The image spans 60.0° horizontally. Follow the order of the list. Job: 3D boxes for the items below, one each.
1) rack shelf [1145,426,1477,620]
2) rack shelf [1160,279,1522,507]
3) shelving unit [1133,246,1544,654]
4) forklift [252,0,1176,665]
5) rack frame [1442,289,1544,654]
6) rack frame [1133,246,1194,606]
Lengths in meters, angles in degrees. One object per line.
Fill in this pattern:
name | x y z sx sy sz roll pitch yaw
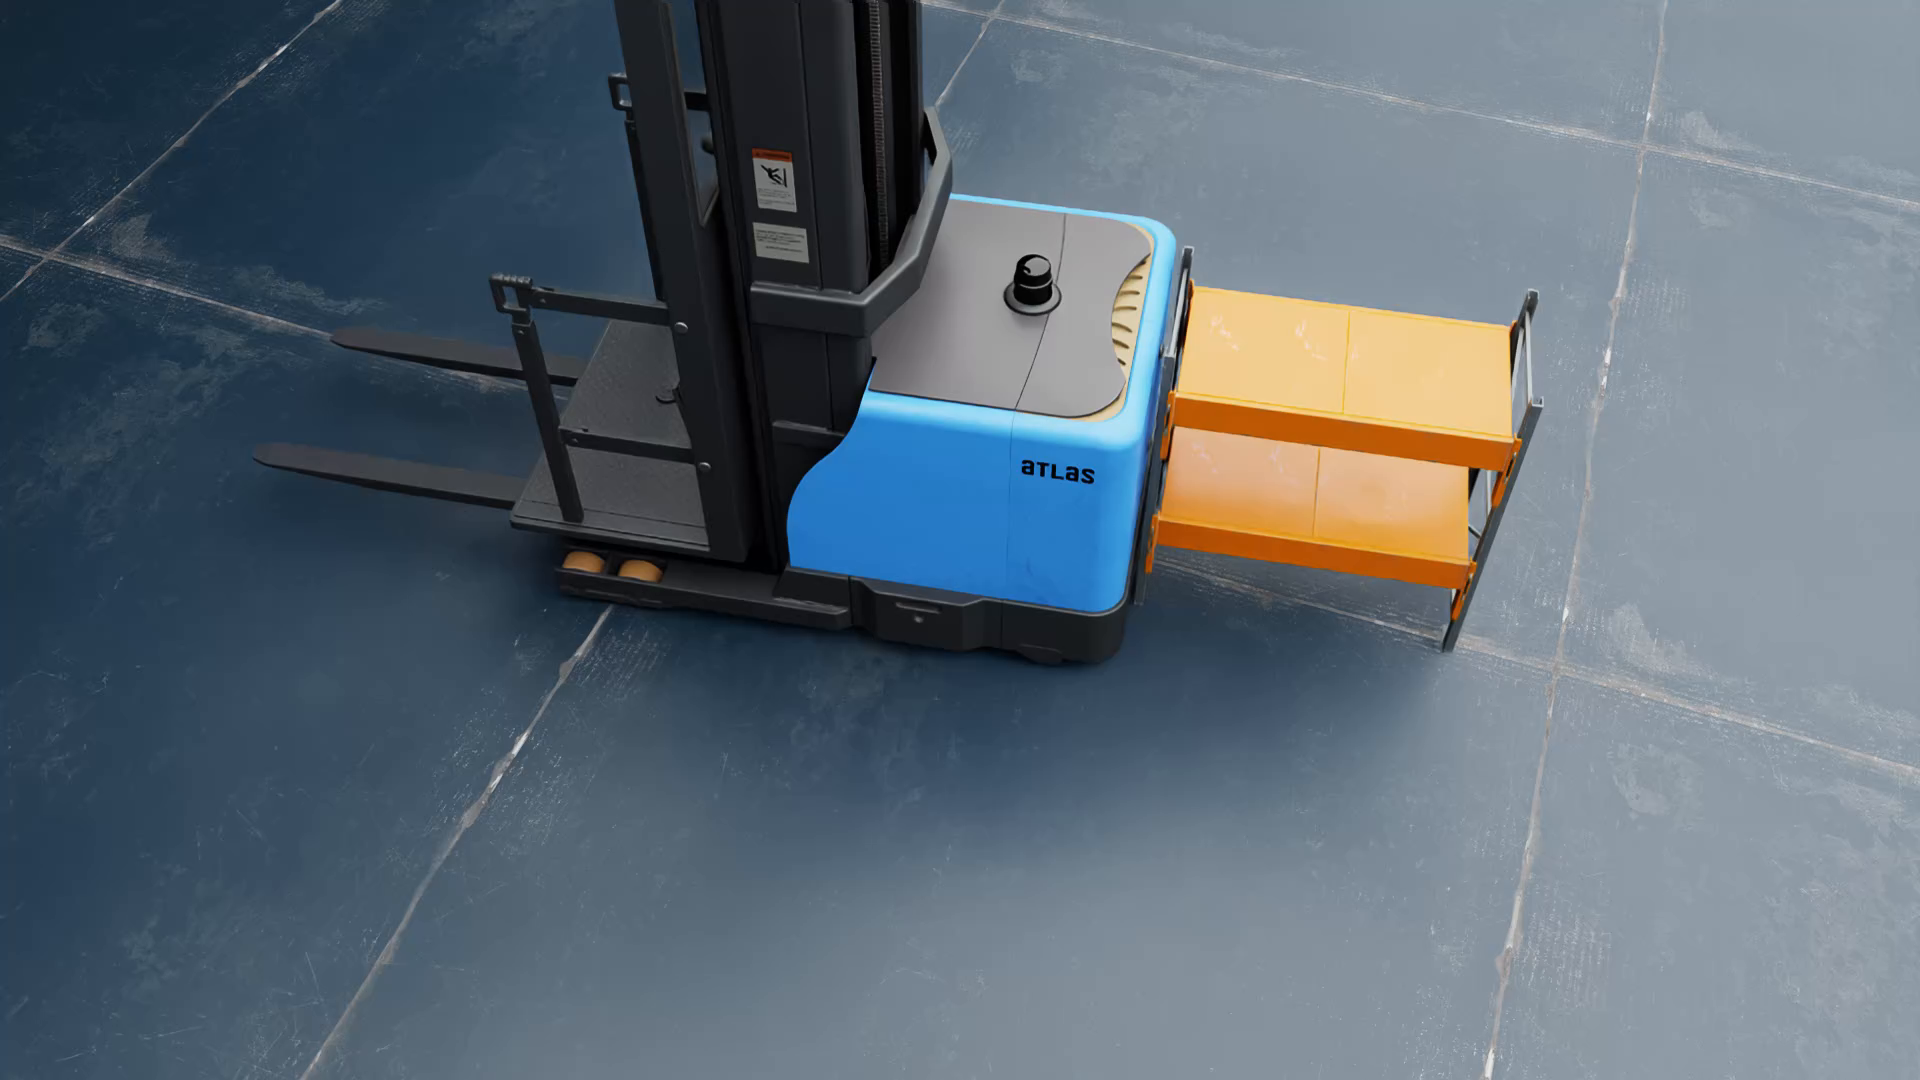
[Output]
rack shelf | 1.142 -0.100 5.416 1.000 0.278 0.538 9 50 7
rack shelf | 1.142 -0.452 5.010 1.000 0.278 0.538 9 50 7
shelving unit | 1.142 -0.260 5.231 1.048 1.125 0.538 9 50 7
forklift | -0.881 -1.120 4.781 3.031 2.935 1.130 9 50 7
rack frame | 1.641 -0.185 5.166 0.032 1.125 0.500 9 50 7
rack frame | 0.644 -0.335 5.296 0.032 1.125 0.500 9 50 7
